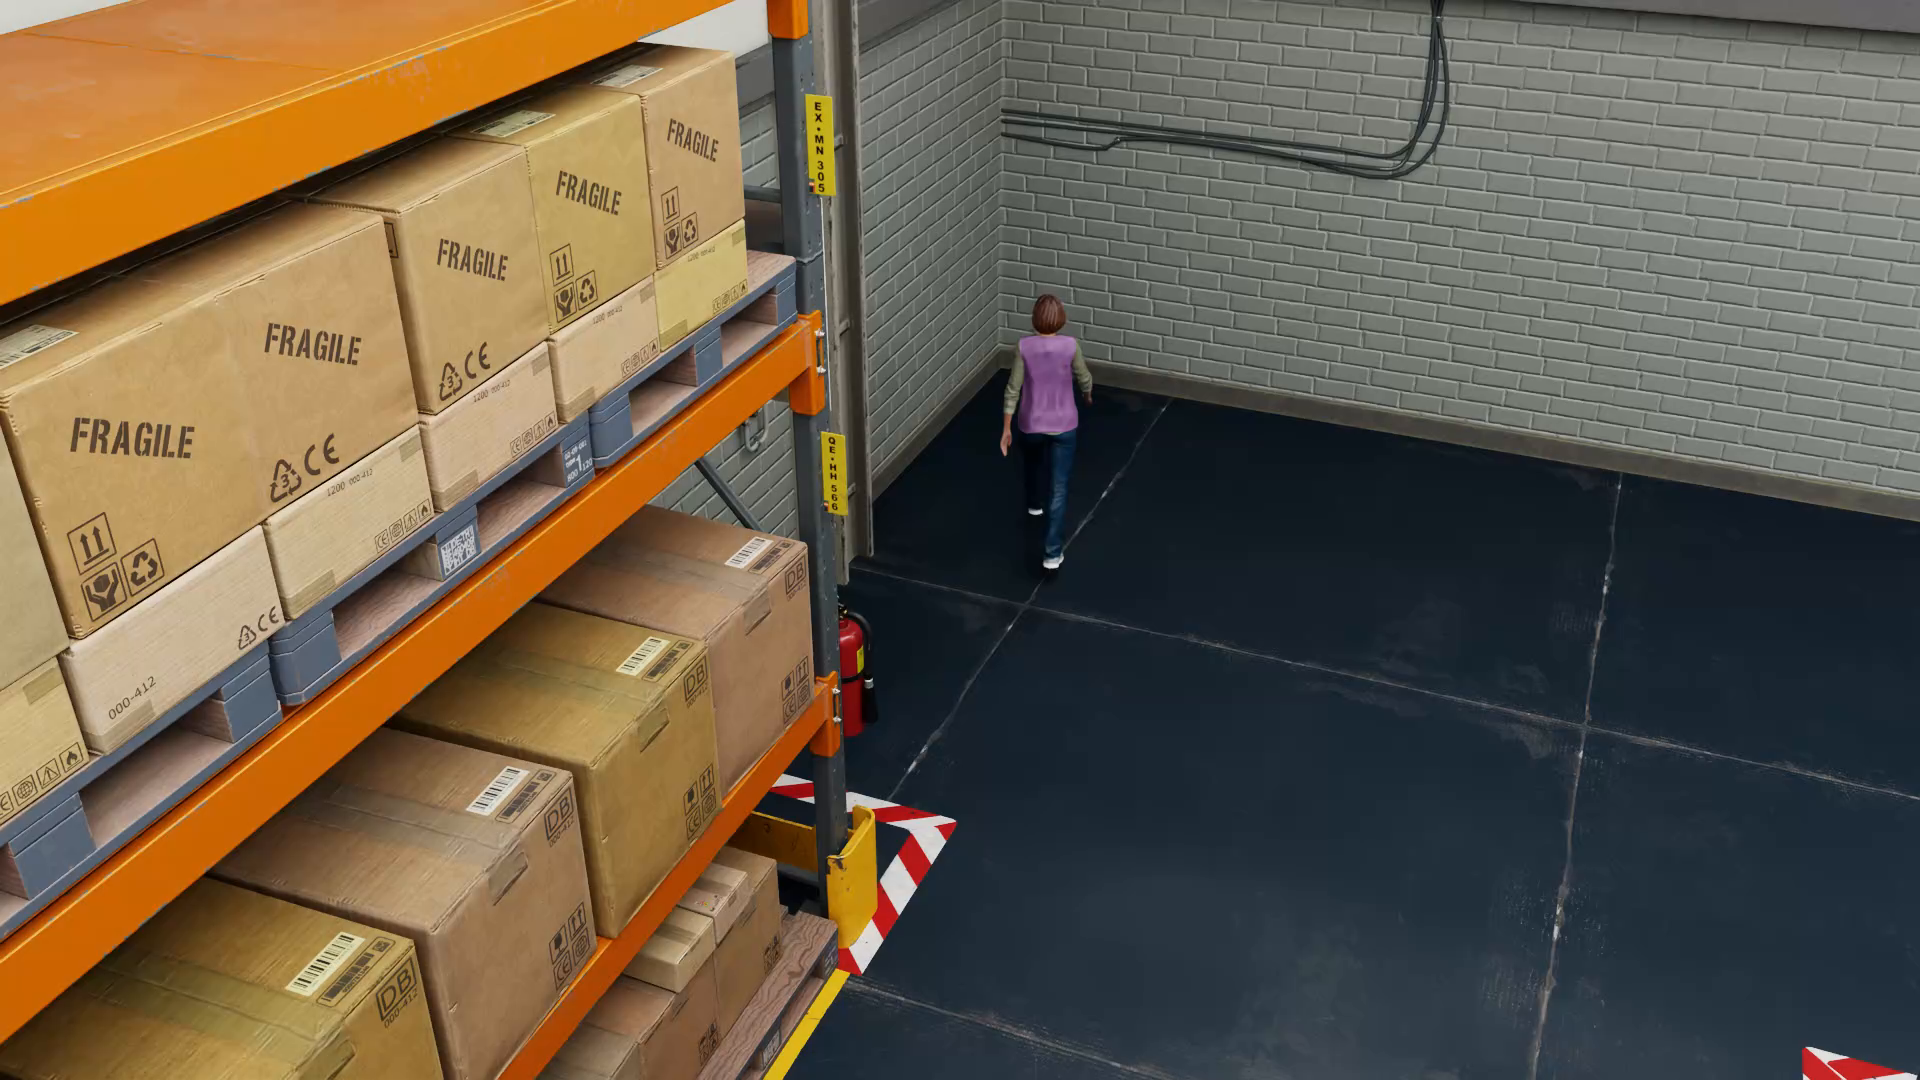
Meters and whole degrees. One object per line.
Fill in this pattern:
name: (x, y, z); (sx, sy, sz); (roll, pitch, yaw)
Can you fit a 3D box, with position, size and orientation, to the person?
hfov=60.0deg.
person: (0.502, -0.694, 9.566); (0.512, 1.542, 0.961); (2, 30, 4)
